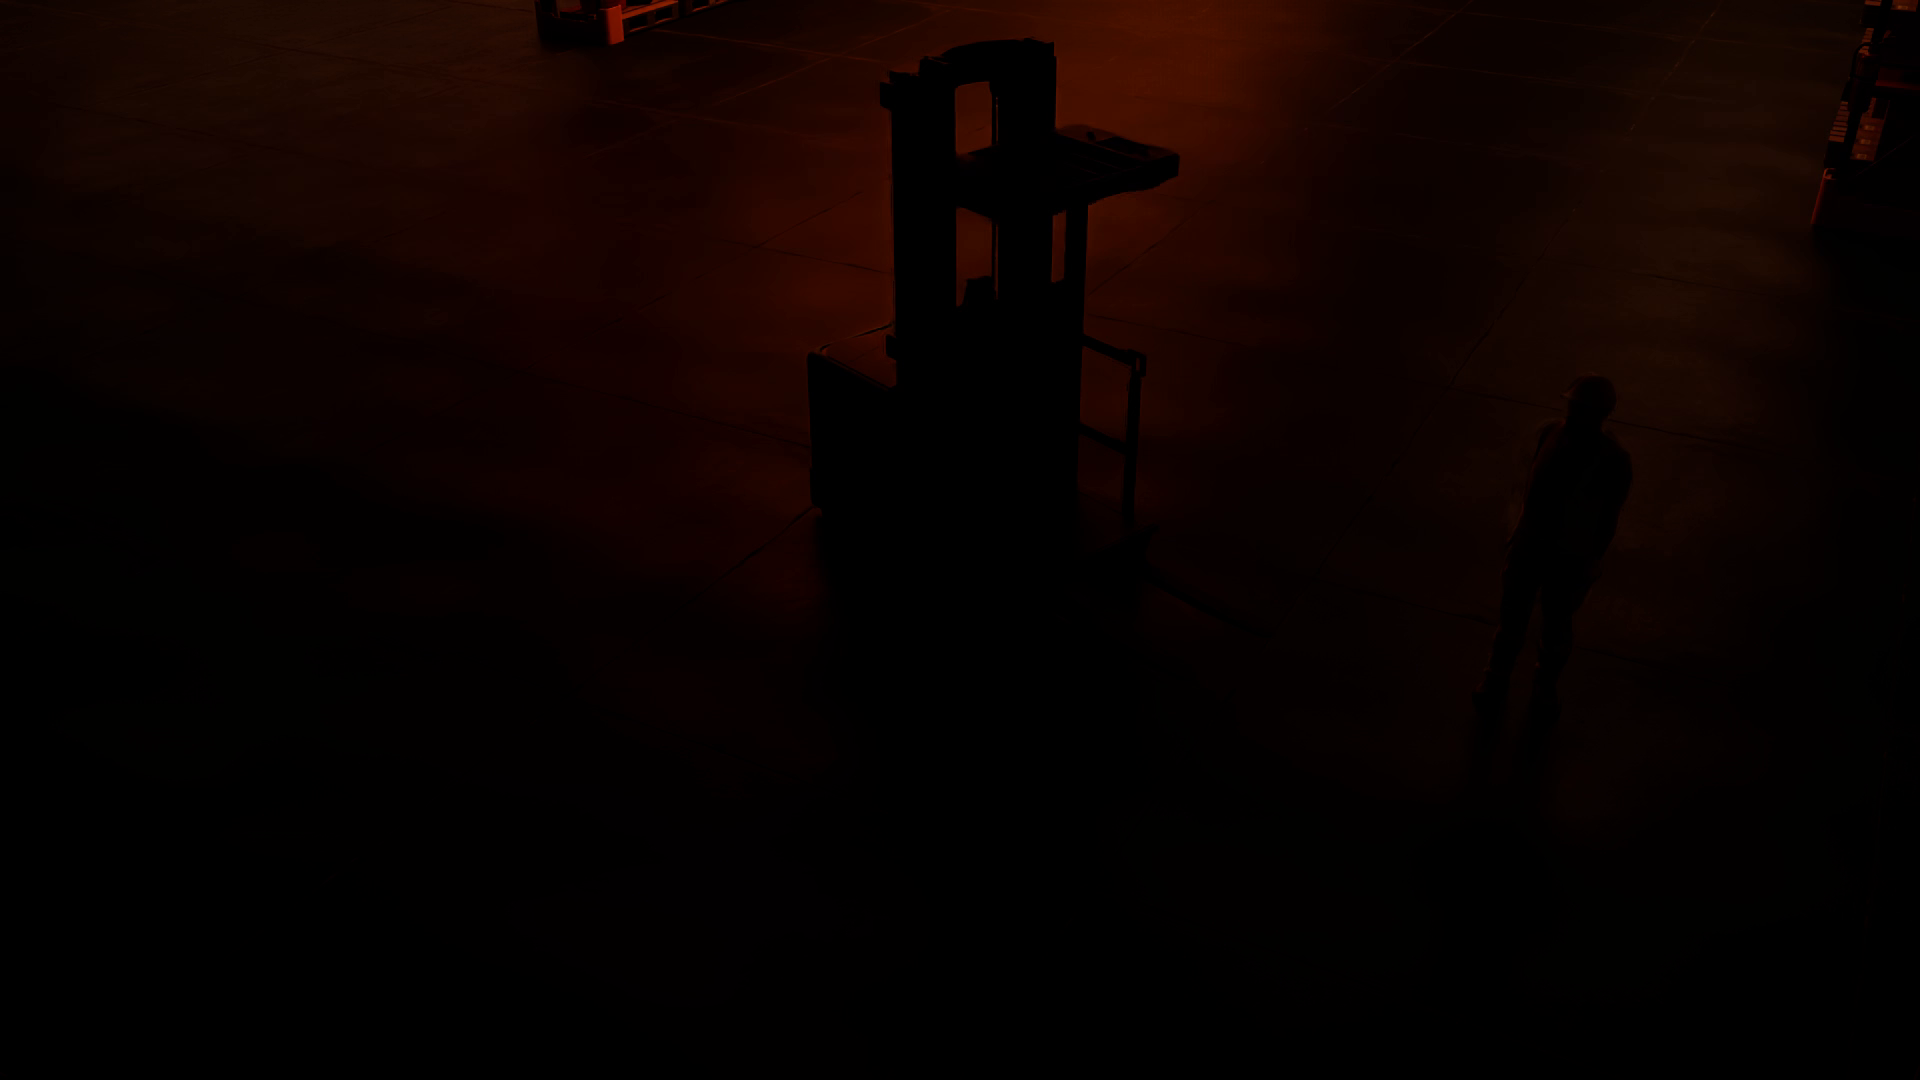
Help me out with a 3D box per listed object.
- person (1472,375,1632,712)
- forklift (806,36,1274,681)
[{"bbox_3d":[2.887,0.039,8.150,0.459,1.794,0.537,-18,35,-28],"label":"person"},{"bbox_3d":[0.415,-1.056,8.900,1.130,2.935,3.031,-23,37,-34],"label":"forklift"}]
